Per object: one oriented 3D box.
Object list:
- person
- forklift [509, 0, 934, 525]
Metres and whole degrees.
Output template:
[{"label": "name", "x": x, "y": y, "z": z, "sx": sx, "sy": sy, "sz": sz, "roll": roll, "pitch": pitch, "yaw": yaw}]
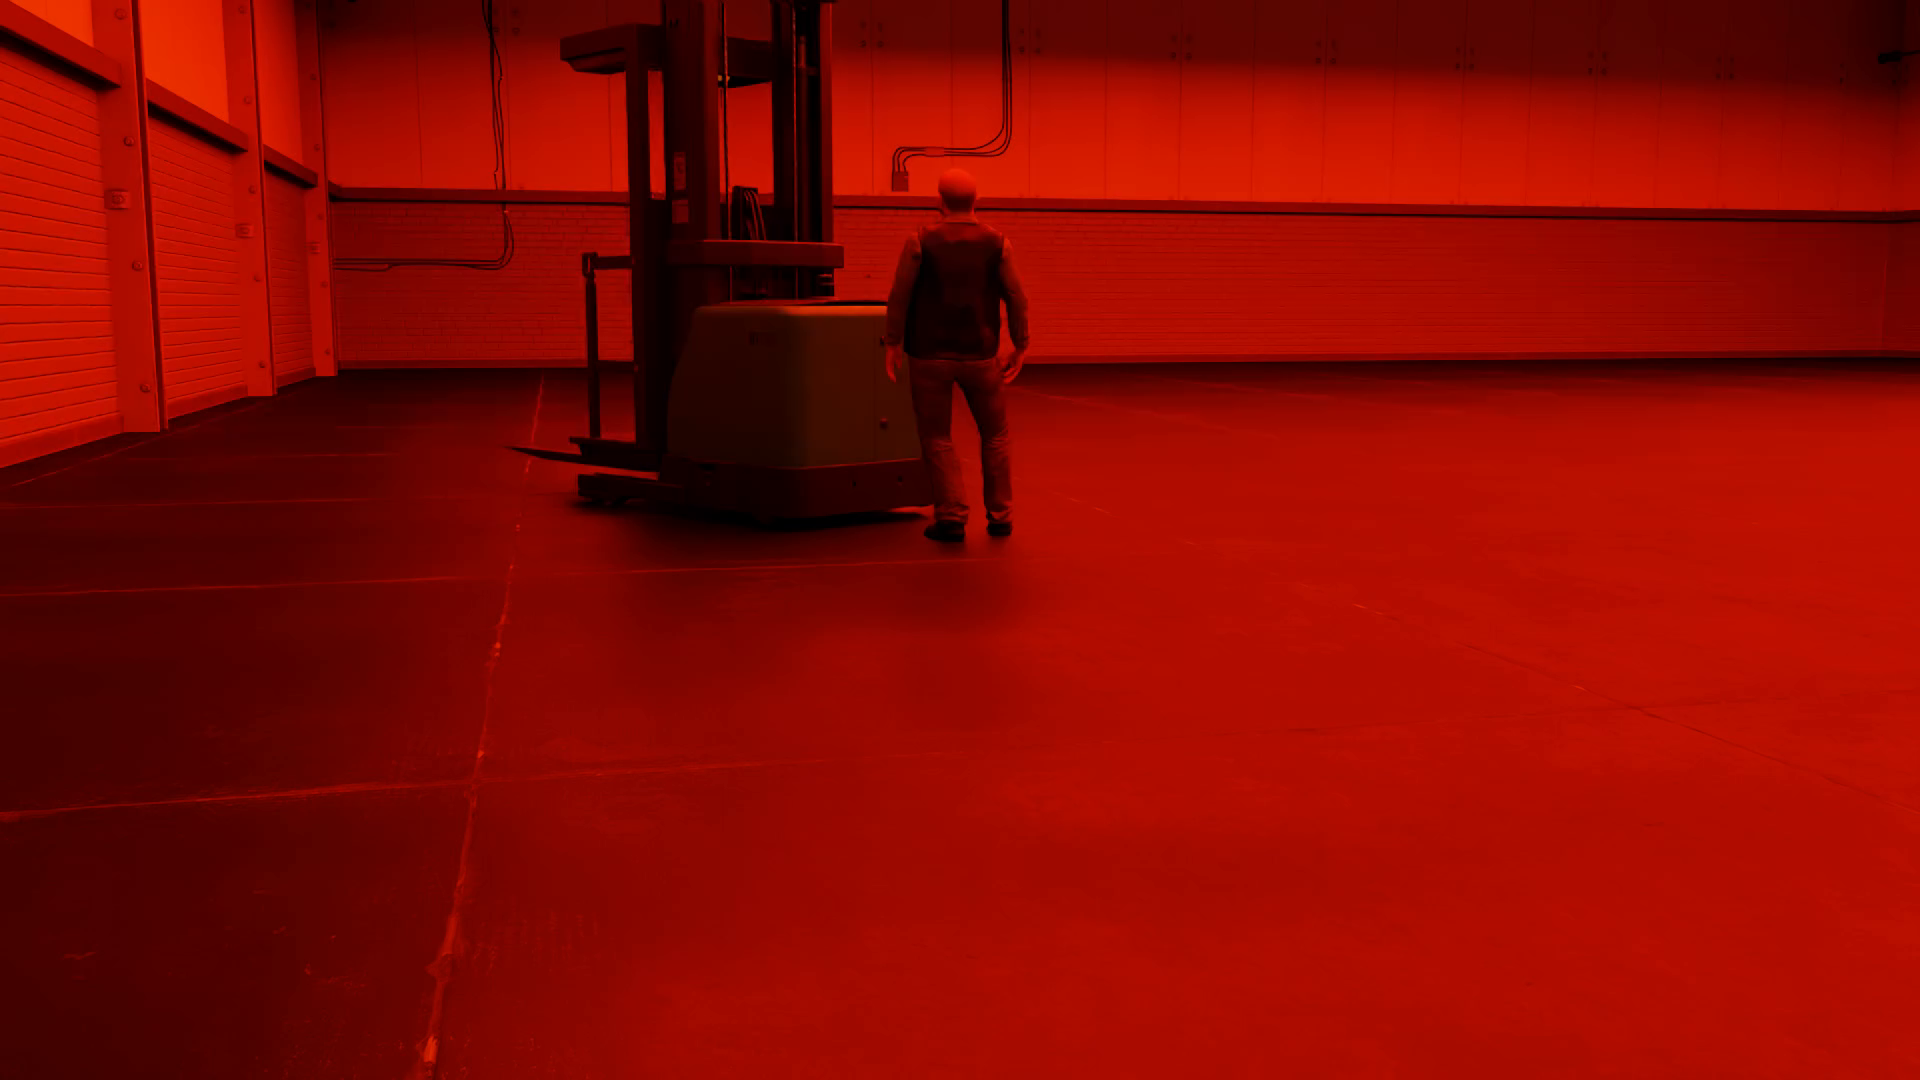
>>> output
[{"label": "person", "x": -0.017, "y": -0.851, "z": 7.762, "sx": 0.670, "sy": 1.705, "sz": 0.577, "roll": -1, "pitch": 8, "yaw": -7}, {"label": "forklift", "x": -1.460, "y": -1.678, "z": 9.120, "sx": 1.130, "sy": 2.935, "sz": 3.031, "roll": -8, "pitch": 11, "yaw": -43}]
